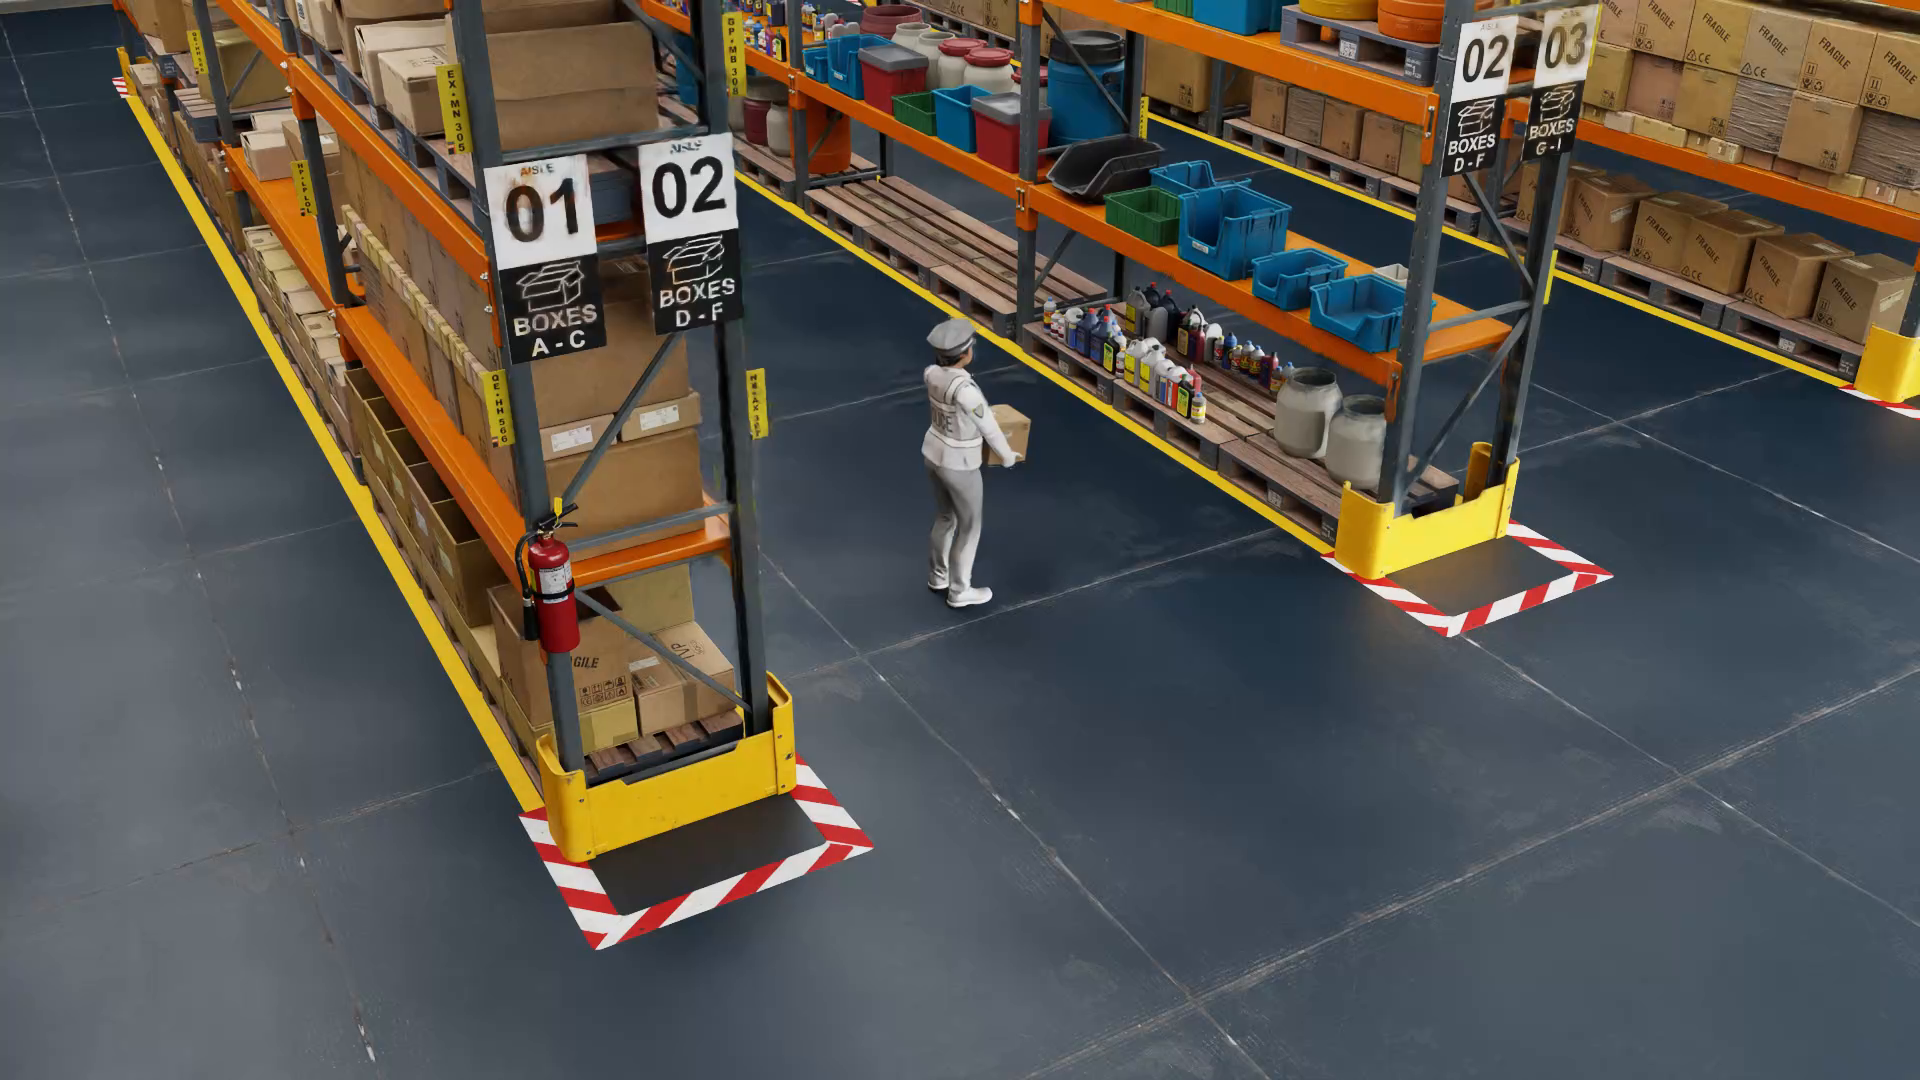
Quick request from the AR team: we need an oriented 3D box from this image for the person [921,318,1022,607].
[{"bbox_3d":[0.049,-0.452,9.347,0.526,1.688,0.416,-17,33,-27],"label":"person"}]
